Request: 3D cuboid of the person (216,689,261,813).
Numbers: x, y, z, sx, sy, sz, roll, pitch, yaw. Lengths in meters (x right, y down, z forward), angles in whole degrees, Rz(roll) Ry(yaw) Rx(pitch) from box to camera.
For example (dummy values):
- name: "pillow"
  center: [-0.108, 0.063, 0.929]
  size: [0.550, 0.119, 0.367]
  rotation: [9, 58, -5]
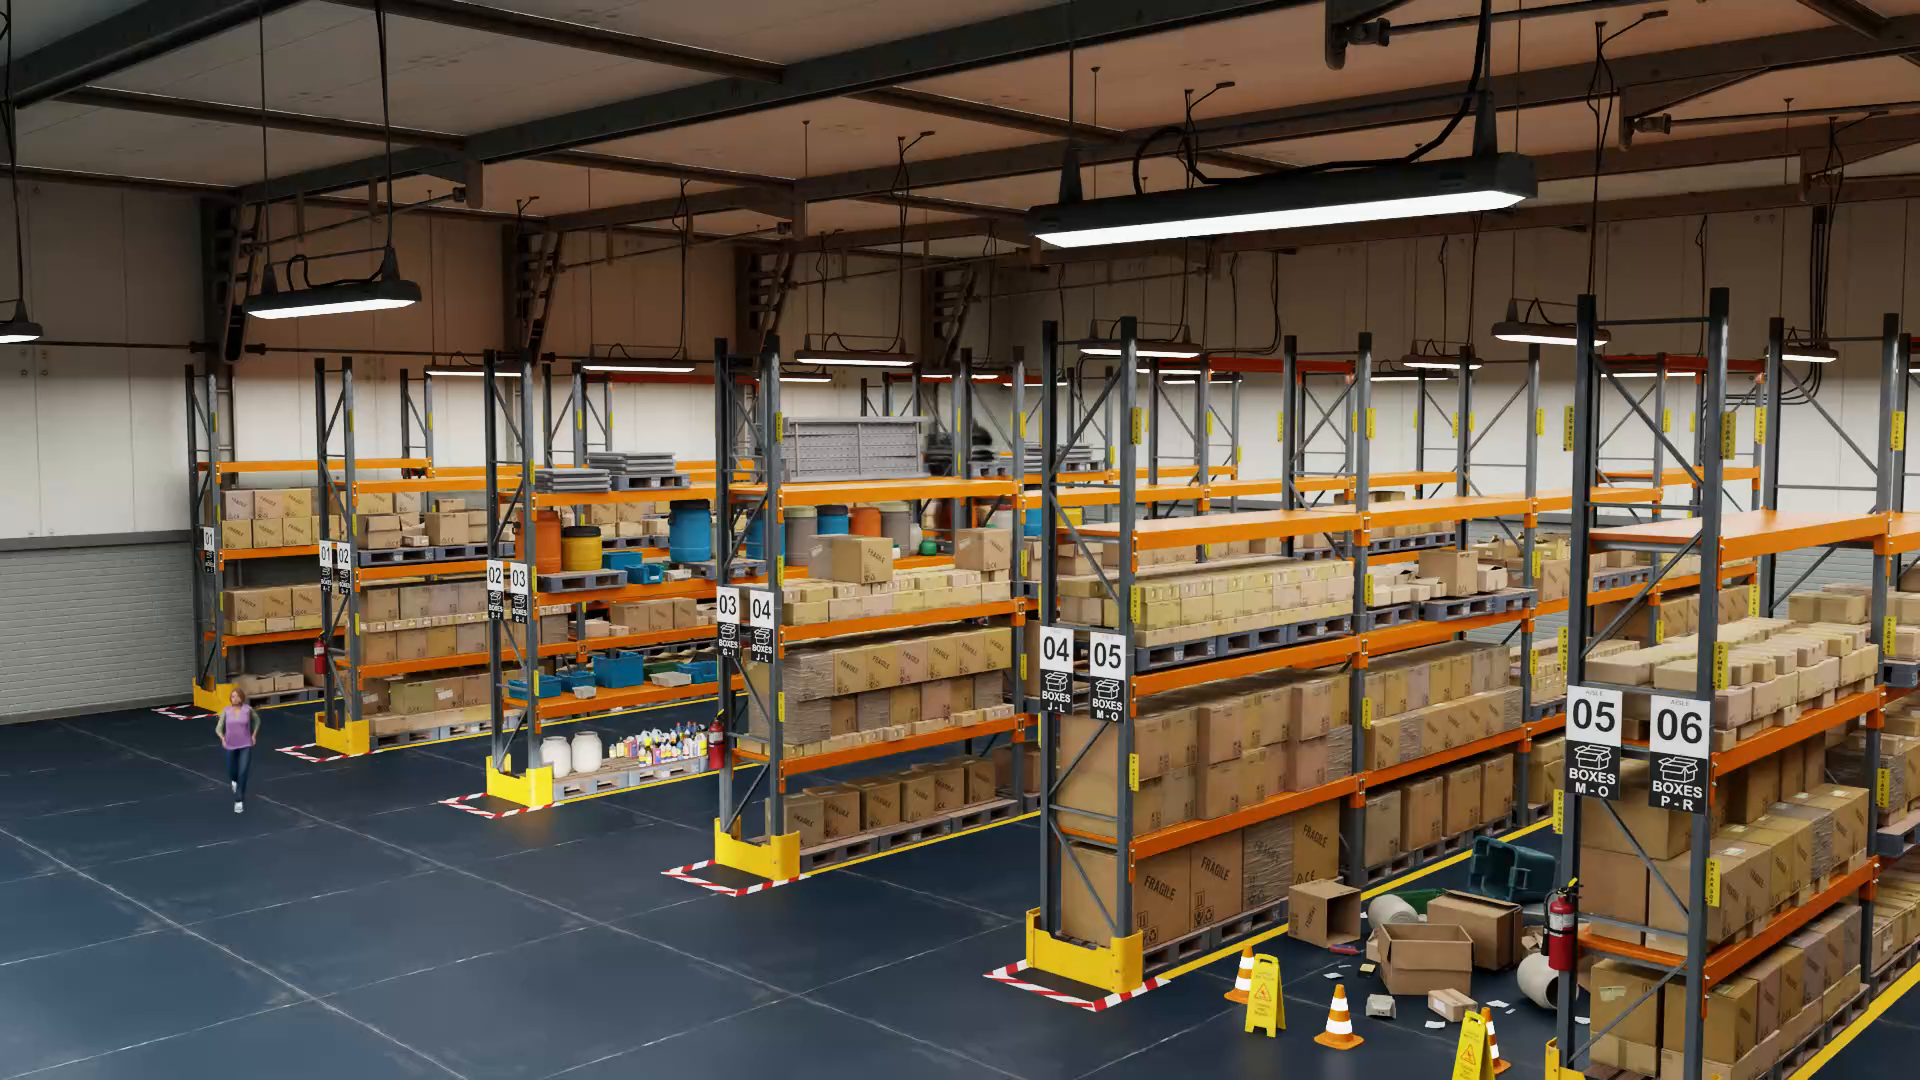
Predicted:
- name: "person"
  center: [-9.441, 2.842, 21.776]
  size: [0.544, 1.352, 0.673]
  rotation: [-2, 5, -21]
